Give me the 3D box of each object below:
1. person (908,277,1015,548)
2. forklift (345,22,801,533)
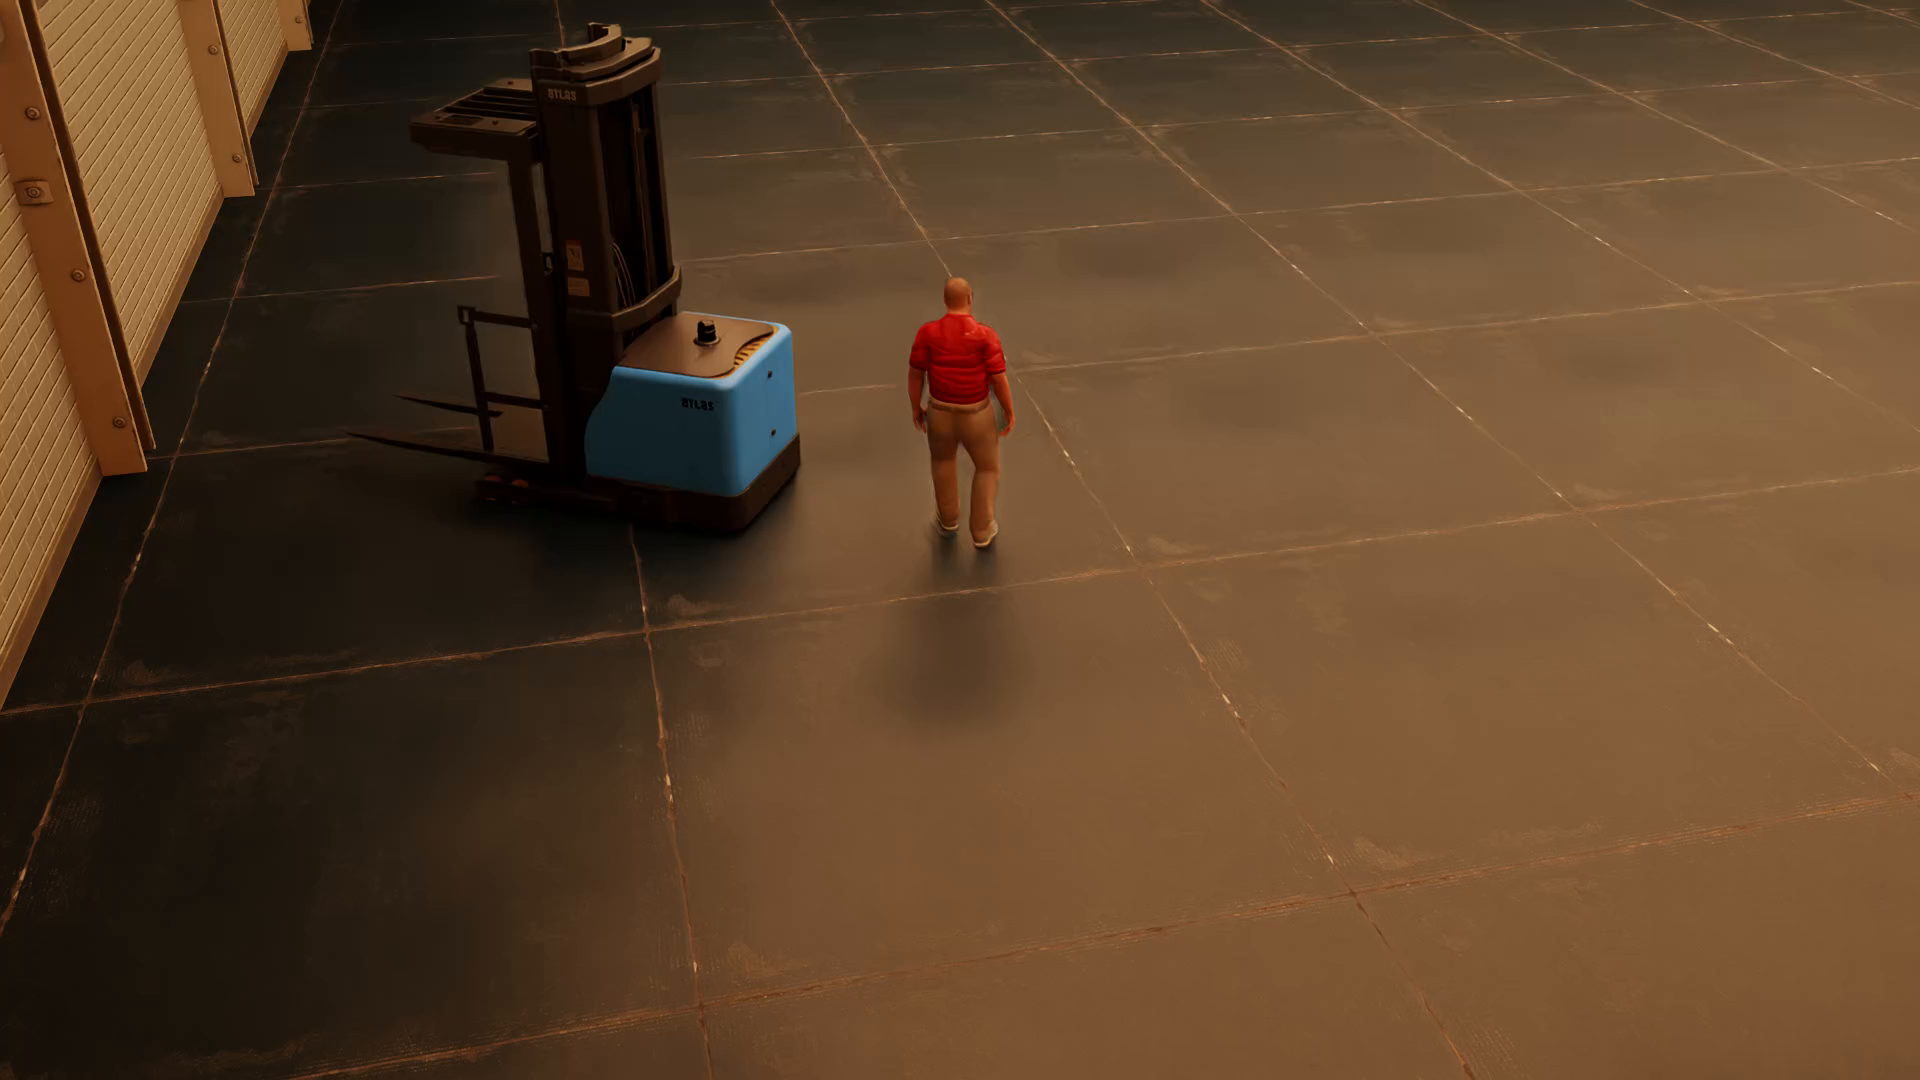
[{"bbox_3d":[0.035,-0.801,10.176,0.637,1.711,0.504,8,31,14],"label":"person"},{"bbox_3d":[-2.651,-1.738,10.577,3.031,2.935,1.130,9,31,16],"label":"forklift"}]
